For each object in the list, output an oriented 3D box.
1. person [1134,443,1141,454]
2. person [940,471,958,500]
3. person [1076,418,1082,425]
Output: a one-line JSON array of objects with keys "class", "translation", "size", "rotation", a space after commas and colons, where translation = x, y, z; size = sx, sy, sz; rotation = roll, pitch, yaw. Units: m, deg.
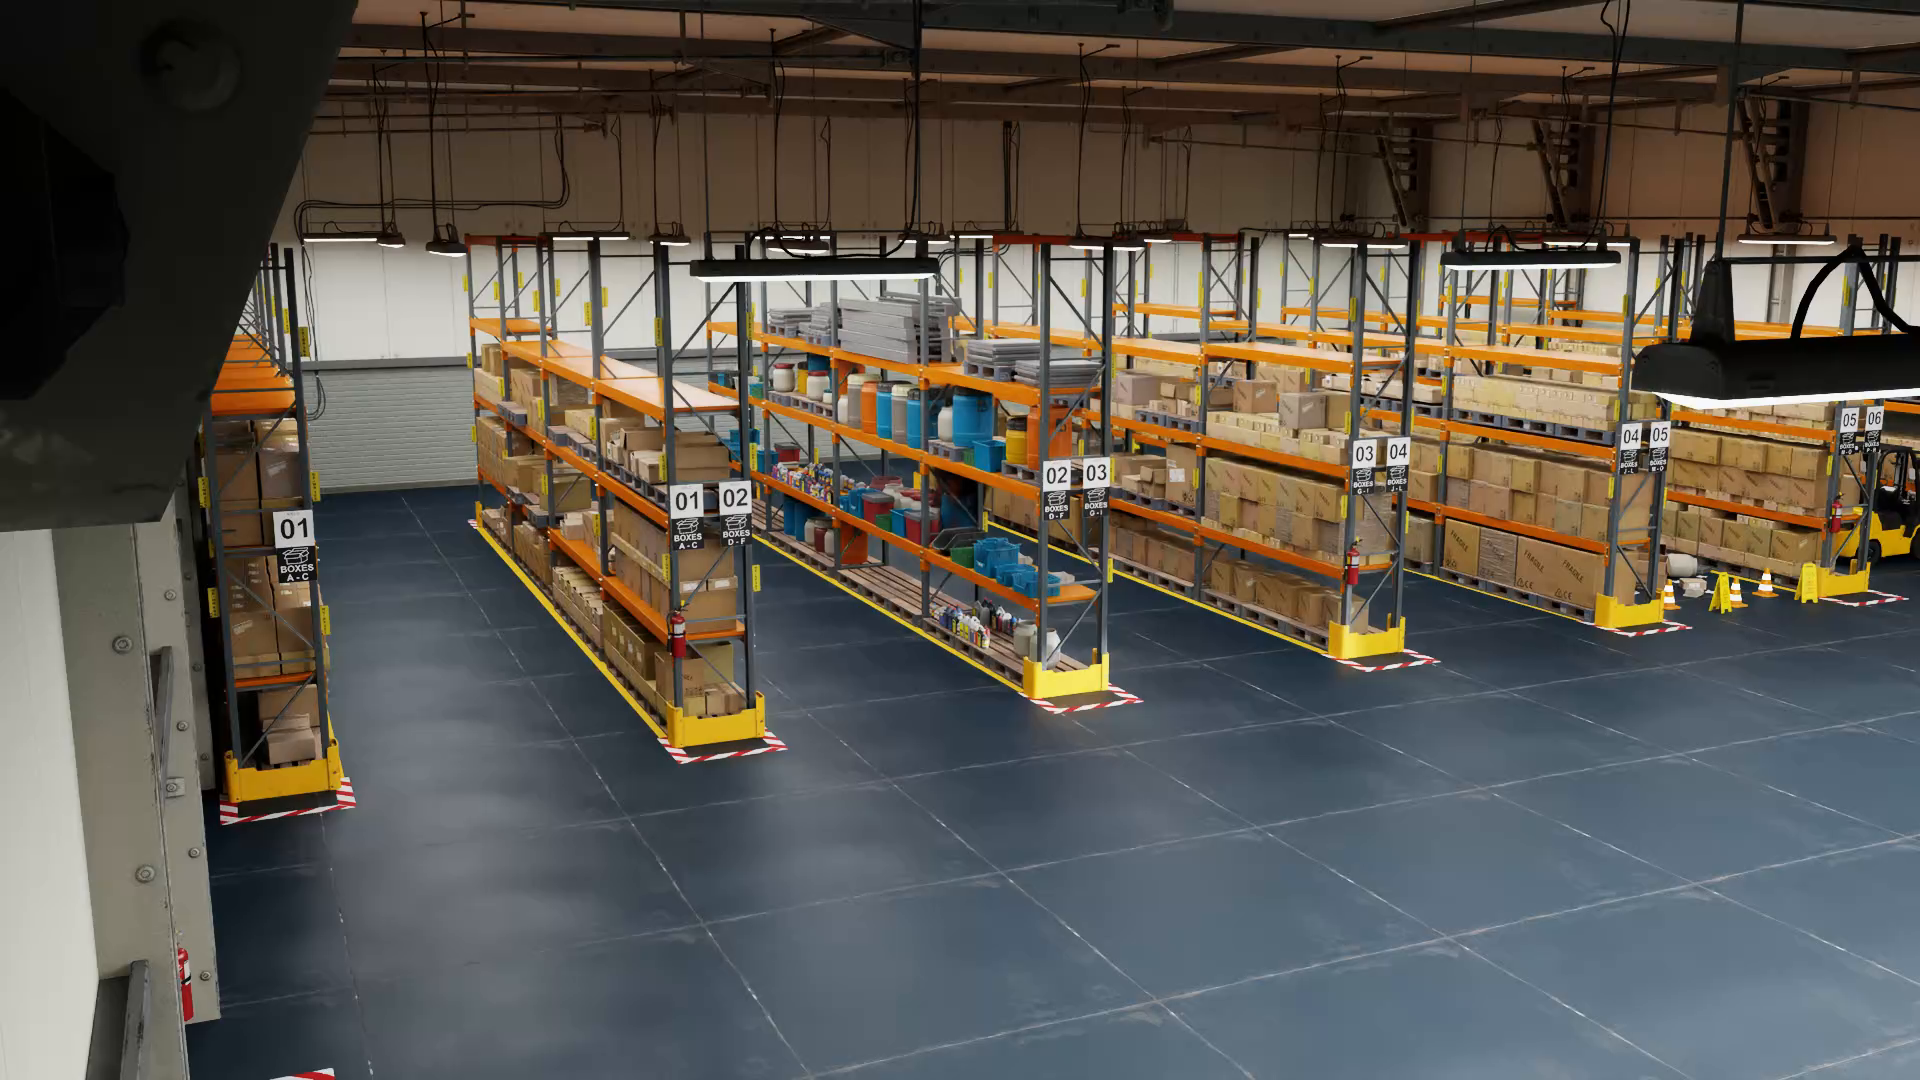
[{"class": "person", "translation": [3.521, -1.072, 33.956], "size": [0.703, 1.821, 0.833], "rotation": [-6, 13, -30]}, {"class": "person", "translation": [-0.160, -0.493, 31.175], "size": [0.612, 1.747, 0.806], "rotation": [-7, 13, -32]}, {"class": "person", "translation": [2.981, -2.330, 40.858], "size": [0.635, 1.667, 0.676], "rotation": [8, 14, 37]}]
